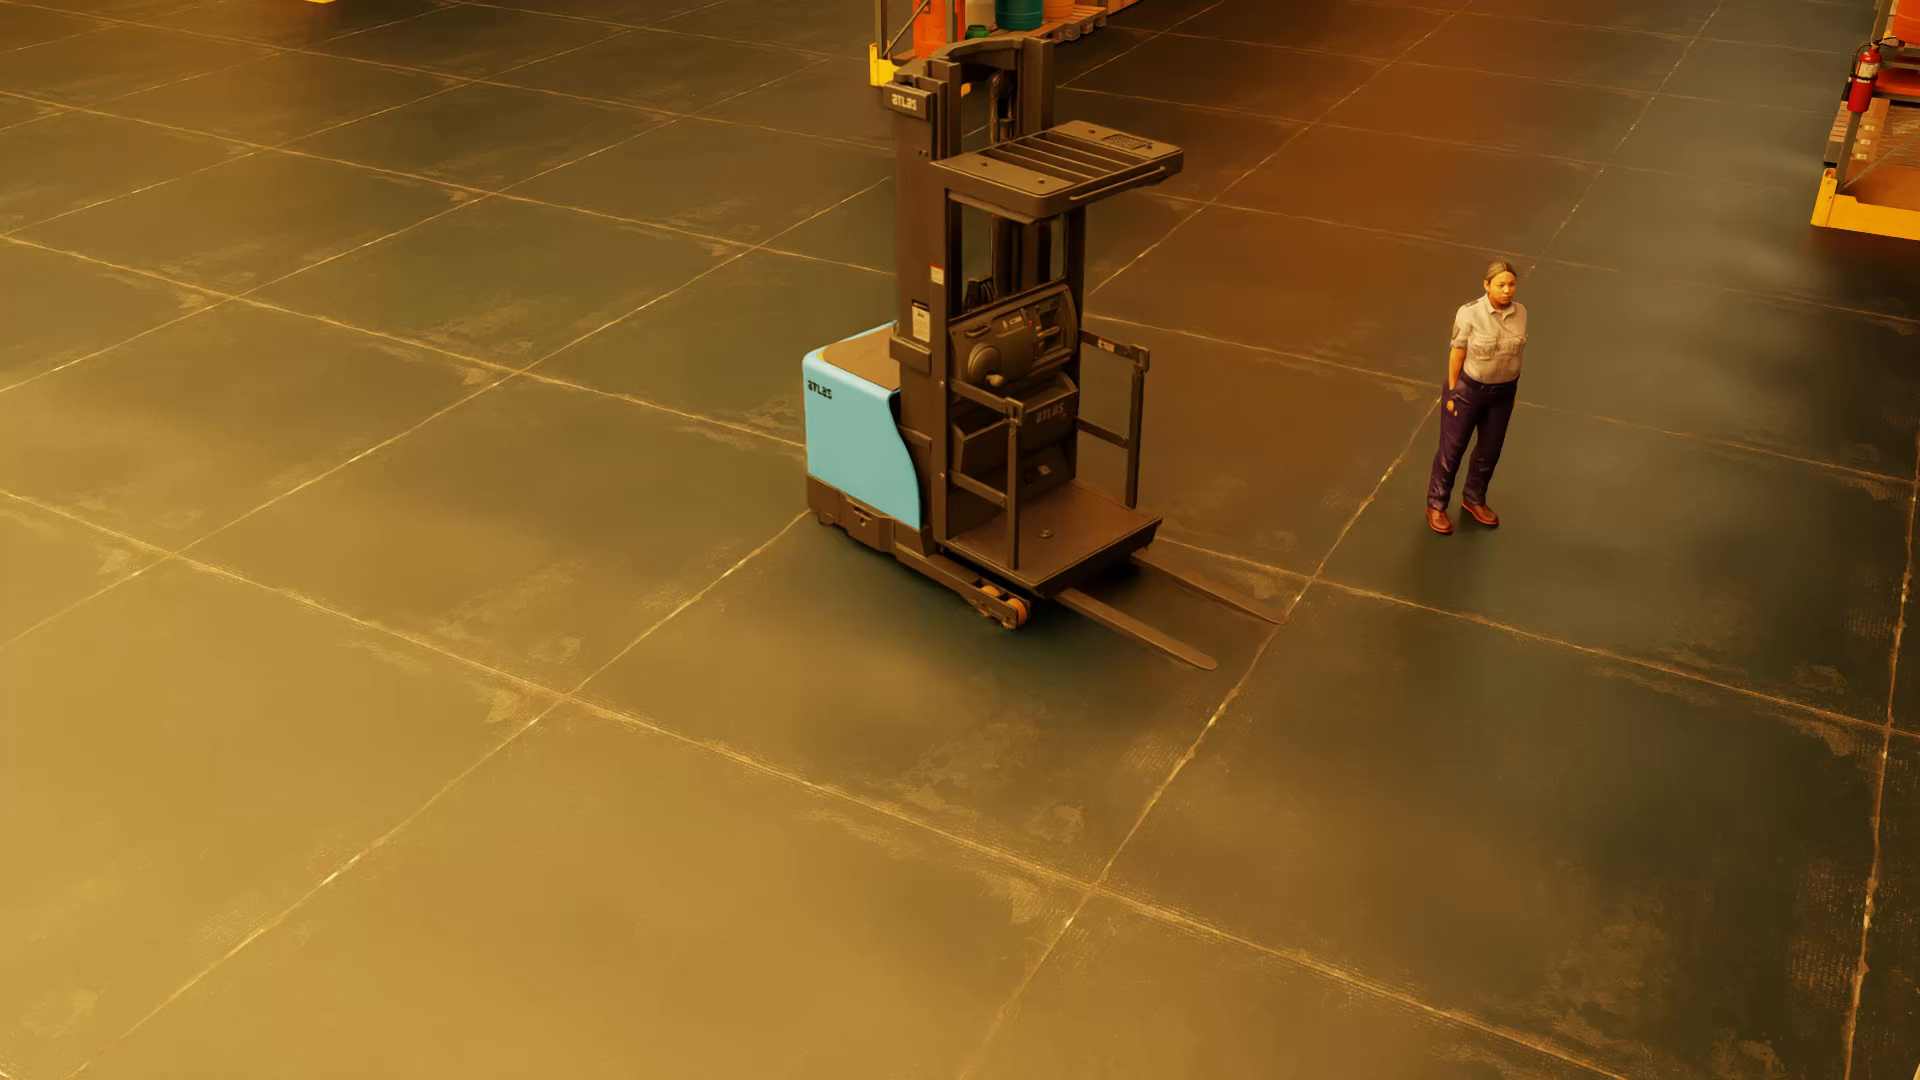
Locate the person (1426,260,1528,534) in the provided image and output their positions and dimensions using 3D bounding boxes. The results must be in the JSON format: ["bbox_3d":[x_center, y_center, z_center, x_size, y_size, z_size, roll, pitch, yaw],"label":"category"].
[{"bbox_3d":[3.080,-0.854,9.841,0.485,1.651,0.369,-8,31,-13],"label":"person"}]

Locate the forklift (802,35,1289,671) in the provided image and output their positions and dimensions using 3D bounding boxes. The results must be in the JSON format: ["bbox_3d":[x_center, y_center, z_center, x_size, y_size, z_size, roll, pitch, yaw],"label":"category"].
[{"bbox_3d":[0.449,-1.071,8.927,1.130,2.935,3.031,-26,39,-37],"label":"forklift"}]
